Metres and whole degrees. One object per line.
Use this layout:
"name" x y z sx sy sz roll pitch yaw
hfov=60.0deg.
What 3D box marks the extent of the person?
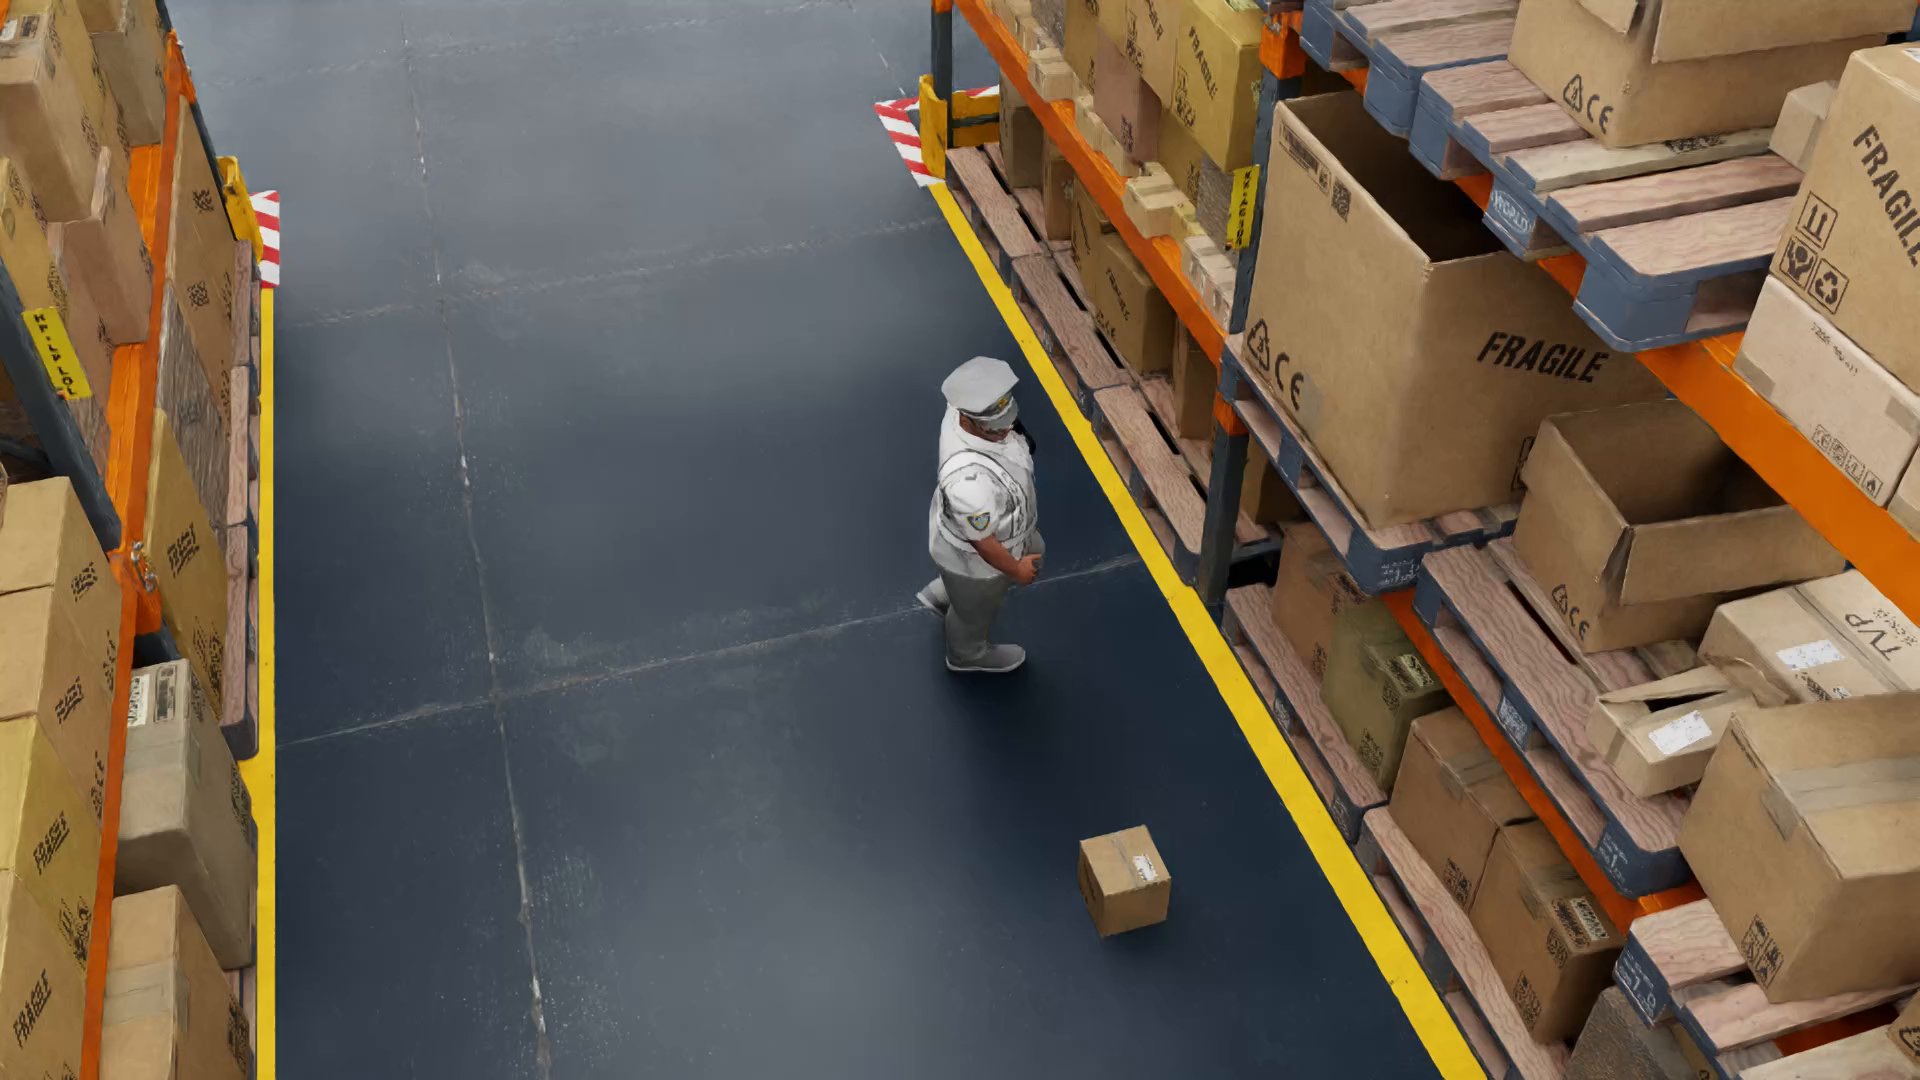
"person" 0.057 -0.038 6.201 0.517 1.706 0.710 4 42 4
